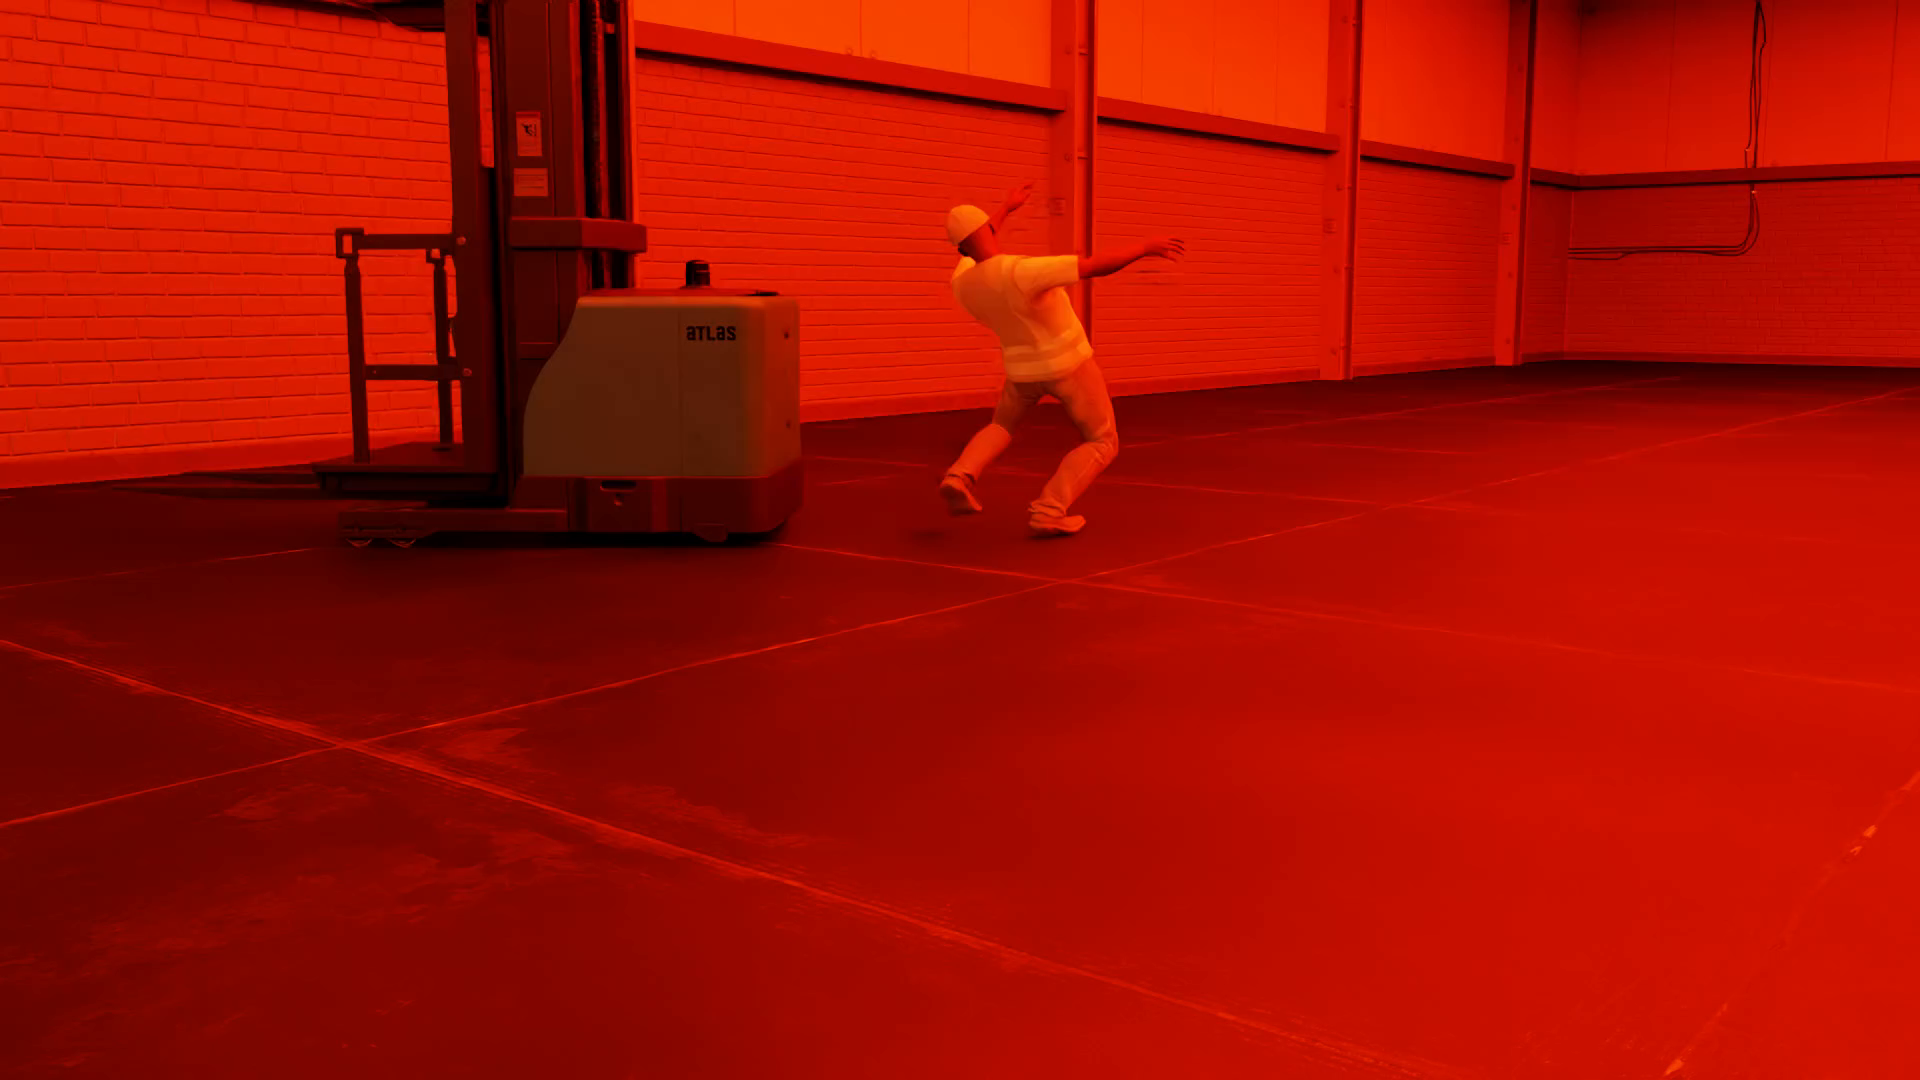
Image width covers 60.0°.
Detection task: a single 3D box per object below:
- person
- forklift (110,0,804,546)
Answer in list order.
[{"bbox_3d":[0.428,-0.822,7.432,1.109,1.596,0.709,6,10,36],"label":"person"},{"bbox_3d":[-2.293,-1.498,7.521,3.031,2.935,1.130,1,8,4],"label":"forklift"}]
